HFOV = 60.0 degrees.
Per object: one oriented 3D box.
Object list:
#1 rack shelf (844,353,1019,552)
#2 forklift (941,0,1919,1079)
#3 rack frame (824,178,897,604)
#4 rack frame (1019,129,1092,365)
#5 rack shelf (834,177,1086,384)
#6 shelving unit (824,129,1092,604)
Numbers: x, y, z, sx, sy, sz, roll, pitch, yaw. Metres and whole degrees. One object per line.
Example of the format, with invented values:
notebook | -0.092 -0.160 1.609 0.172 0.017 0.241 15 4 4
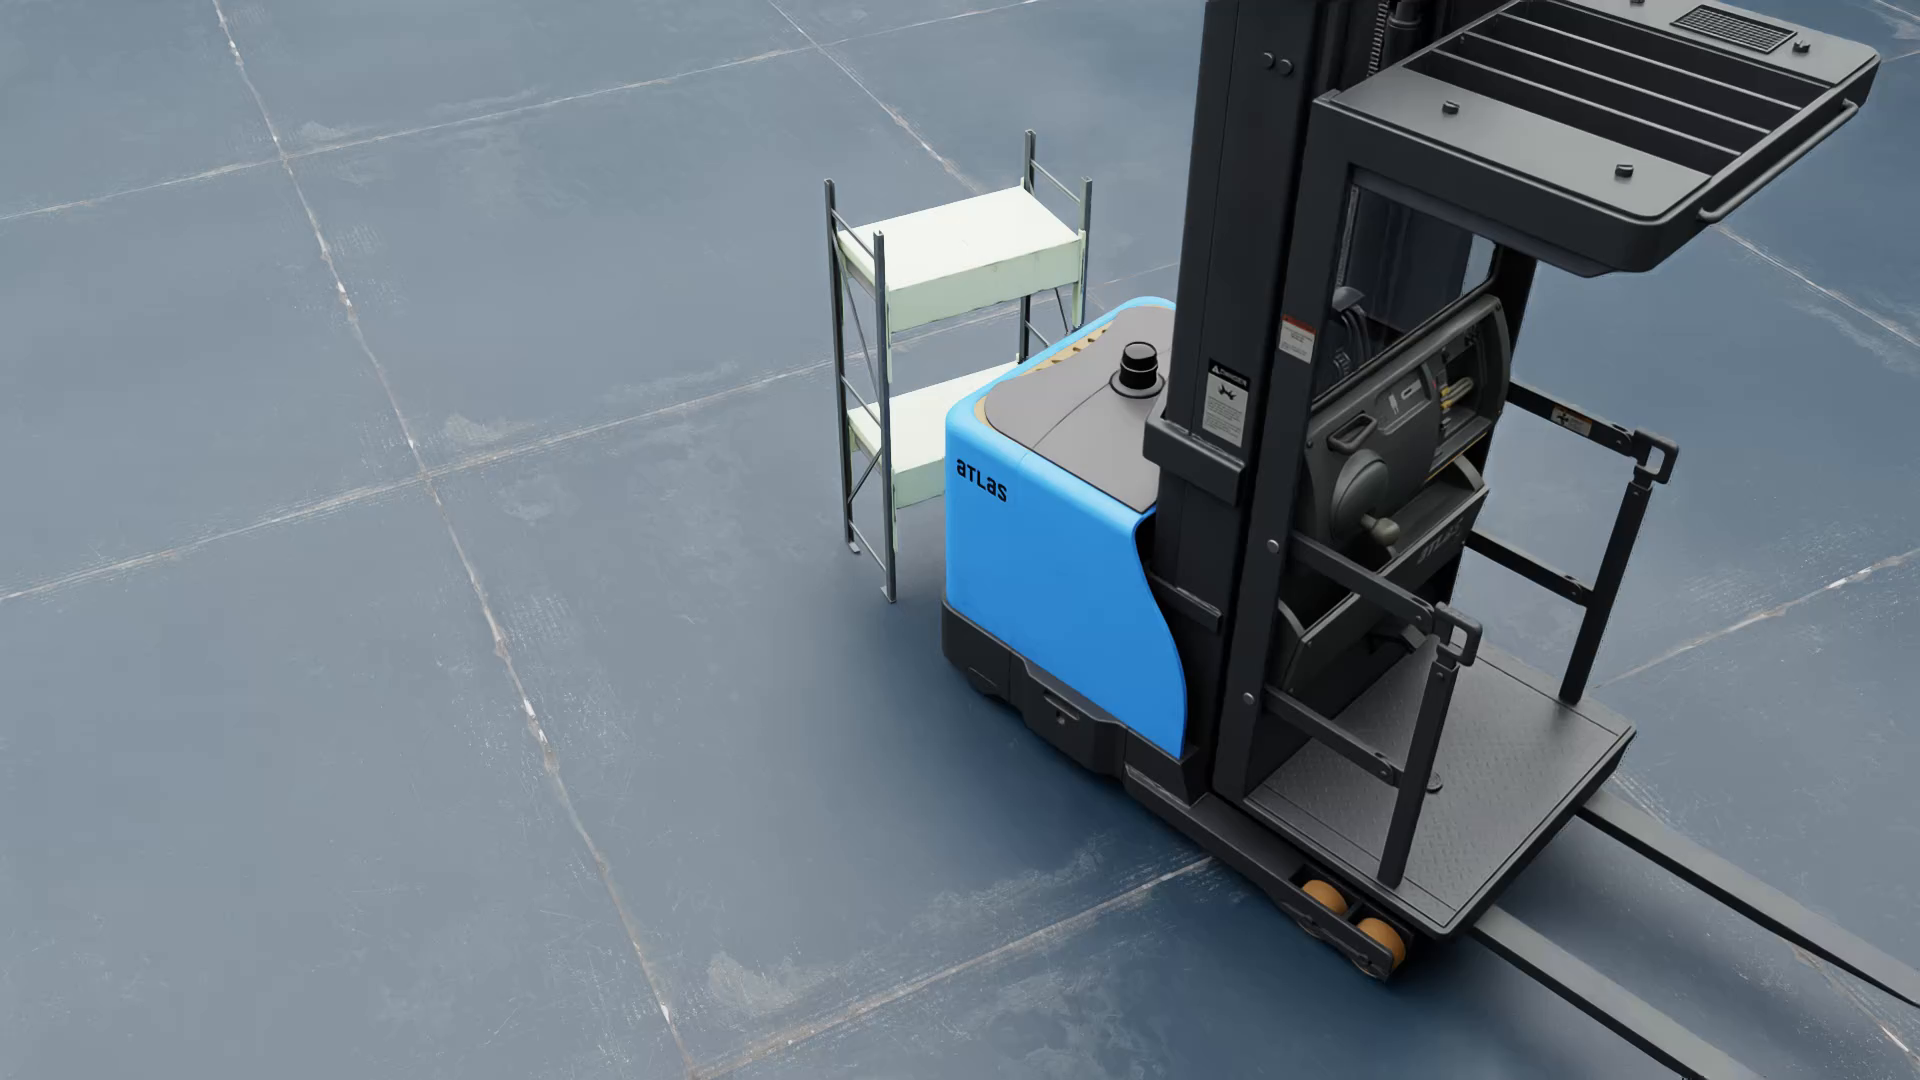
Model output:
rack shelf | -0.006 -0.322 5.974 0.720 0.370 0.431 -19 44 -21
forklift | 1.339 -0.250 4.277 3.031 2.935 1.130 33 50 32
rack frame | -0.331 -0.461 5.634 0.023 1.500 0.400 -19 44 -21
rack frame | 0.319 -0.680 5.892 0.023 1.500 0.400 -19 44 -21
rack shelf | -0.006 -0.868 5.511 0.720 0.370 0.431 -19 44 -21
shelving unit | -0.006 -0.570 5.763 0.755 1.500 0.431 -19 44 -21
